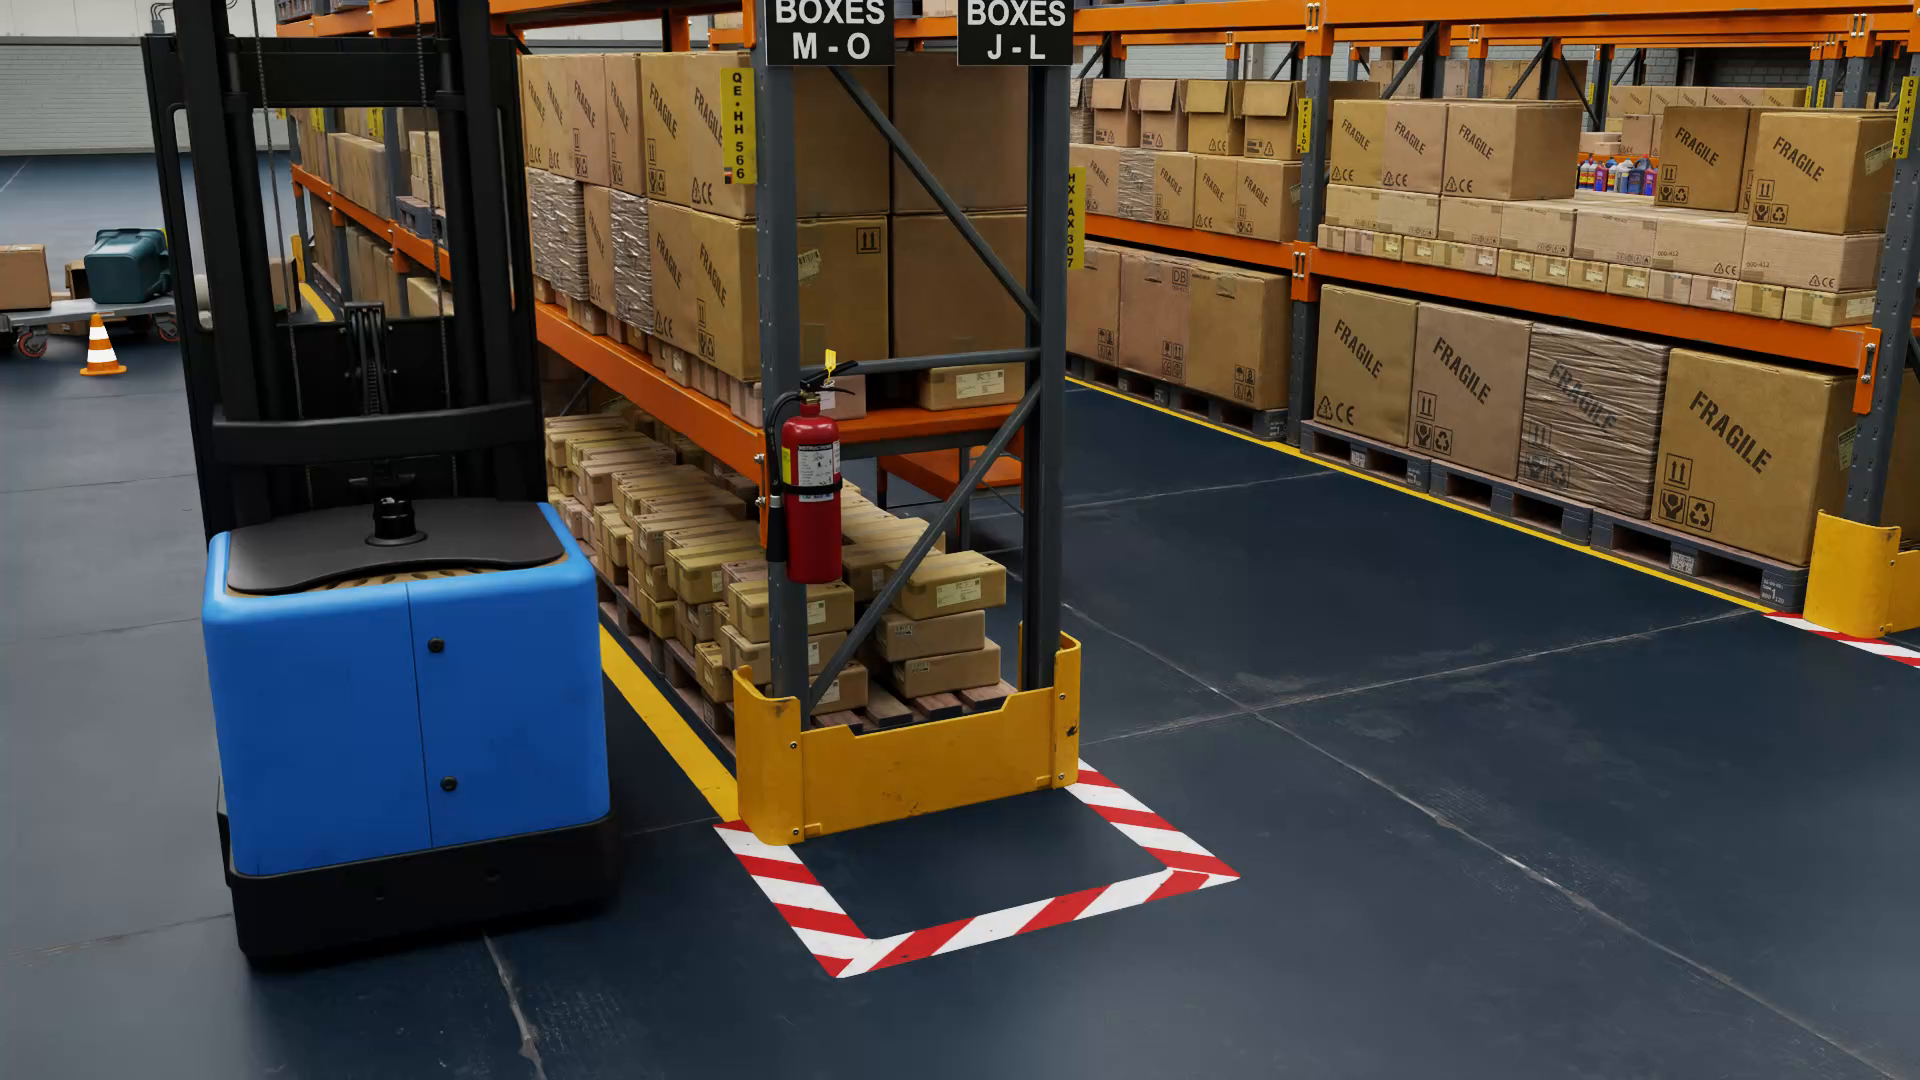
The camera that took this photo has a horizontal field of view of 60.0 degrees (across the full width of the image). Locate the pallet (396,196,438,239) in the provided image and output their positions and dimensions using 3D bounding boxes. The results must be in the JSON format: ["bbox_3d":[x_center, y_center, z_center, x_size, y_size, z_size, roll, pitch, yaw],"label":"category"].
[{"bbox_3d":[-3.229,-2.276,11.593,1.213,0.211,1.003,-8,18,-25],"label":"pallet"}]

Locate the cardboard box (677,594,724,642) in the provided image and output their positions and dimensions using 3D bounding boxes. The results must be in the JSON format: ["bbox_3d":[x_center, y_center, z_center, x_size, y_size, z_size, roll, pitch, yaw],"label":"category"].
[{"bbox_3d":[-0.849,0.252,6.303,0.380,0.149,0.250,-8,18,-27],"label":"cardboard box"}]

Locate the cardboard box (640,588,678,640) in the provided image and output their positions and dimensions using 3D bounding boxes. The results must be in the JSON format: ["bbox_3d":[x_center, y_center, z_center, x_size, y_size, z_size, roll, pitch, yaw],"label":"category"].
[{"bbox_3d":[-1.080,0.272,6.773,0.380,0.149,0.250,-9,18,-27],"label":"cardboard box"}]

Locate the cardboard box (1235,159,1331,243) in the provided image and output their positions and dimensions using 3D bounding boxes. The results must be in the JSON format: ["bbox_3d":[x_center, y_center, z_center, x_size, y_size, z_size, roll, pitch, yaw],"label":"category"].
[{"bbox_3d":[2.168,-2.246,10.958,0.500,0.500,0.500,-8,18,-25],"label":"cardboard box"}]

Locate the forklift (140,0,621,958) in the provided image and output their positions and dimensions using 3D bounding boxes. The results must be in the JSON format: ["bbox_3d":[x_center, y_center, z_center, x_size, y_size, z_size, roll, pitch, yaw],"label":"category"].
[{"bbox_3d":[-2.029,-0.634,5.648,1.130,2.935,3.031,-6,17,-21],"label":"forklift"}]

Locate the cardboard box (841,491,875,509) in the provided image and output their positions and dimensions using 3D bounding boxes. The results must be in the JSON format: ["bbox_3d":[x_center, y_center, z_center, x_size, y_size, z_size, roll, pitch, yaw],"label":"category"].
[{"bbox_3d":[-0.576,-0.090,6.956,0.380,0.149,0.250,-7,17,-23],"label":"cardboard box"}]

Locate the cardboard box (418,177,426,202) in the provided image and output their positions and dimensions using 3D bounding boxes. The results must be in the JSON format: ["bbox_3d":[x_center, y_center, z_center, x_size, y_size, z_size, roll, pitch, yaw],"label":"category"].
[{"bbox_3d":[-3.505,-2.412,11.411,0.380,0.149,0.250,-7,17,-22],"label":"cardboard box"}]

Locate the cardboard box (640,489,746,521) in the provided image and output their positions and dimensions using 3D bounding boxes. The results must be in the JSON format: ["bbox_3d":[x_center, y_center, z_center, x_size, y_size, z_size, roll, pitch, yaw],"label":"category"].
[{"bbox_3d":[-1.118,-0.096,6.974,0.380,0.149,0.250,-8,18,-27],"label":"cardboard box"}]

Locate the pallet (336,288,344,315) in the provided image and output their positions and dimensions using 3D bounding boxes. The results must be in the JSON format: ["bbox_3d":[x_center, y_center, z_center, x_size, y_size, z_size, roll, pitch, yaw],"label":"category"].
[{"bbox_3d":[-5.652,-2.382,16.668,1.003,0.211,1.213,-8,18,-25],"label":"pallet"}]

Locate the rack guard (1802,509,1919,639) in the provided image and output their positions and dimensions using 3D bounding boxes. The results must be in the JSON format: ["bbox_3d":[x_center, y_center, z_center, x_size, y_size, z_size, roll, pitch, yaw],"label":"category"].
[{"bbox_3d":[4.382,0.084,7.550,1.175,0.500,0.348,-8,18,-25],"label":"rack guard"}]

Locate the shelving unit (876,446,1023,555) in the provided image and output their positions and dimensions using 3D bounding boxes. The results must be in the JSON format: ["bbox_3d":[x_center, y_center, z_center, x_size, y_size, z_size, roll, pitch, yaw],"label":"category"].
[{"bbox_3d":[0.003,-0.539,8.590,0.538,1.125,1.048,-8,18,-25],"label":"shelving unit"}]

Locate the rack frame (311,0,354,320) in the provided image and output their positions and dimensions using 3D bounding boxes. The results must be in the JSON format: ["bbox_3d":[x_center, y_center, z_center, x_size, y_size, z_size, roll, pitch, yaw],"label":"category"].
[{"bbox_3d":[-5.389,-3.524,15.594,1.000,3.000,0.127,-8,18,-25],"label":"rack frame"}]

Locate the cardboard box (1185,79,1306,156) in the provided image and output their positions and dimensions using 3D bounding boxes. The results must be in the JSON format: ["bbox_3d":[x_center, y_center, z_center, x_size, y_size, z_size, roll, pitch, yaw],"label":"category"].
[{"bbox_3d":[2.041,-2.974,11.677,0.797,0.503,0.637,-7,18,-24],"label":"cardboard box"}]

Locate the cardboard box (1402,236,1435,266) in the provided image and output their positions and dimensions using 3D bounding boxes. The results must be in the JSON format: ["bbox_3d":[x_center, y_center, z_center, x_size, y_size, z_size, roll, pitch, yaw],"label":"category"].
[{"bbox_3d":[2.797,-1.685,9.641,0.380,0.149,0.250,-8,18,-26],"label":"cardboard box"}]

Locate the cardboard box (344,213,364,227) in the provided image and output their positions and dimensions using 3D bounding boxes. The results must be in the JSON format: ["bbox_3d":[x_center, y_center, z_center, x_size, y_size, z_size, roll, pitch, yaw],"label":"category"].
[{"bbox_3d":[-5.602,-2.869,16.402,0.875,0.875,0.875,-7,18,-24],"label":"cardboard box"}]

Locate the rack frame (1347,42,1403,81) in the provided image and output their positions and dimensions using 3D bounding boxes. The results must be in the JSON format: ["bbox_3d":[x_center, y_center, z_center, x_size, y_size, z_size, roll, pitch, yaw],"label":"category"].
[{"bbox_3d":[6.268,-6.287,25.219,1.000,3.000,0.127,-8,18,-25],"label":"rack frame"}]

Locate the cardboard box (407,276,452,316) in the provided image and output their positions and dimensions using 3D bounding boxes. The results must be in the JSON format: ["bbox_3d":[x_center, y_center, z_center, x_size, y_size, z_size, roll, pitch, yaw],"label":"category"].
[{"bbox_3d":[-3.552,-1.693,11.623,0.500,0.250,0.500,-9,18,-27],"label":"cardboard box"}]

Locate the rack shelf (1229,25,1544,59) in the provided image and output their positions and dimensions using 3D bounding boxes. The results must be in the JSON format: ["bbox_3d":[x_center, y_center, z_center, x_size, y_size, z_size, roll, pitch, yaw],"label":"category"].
[{"bbox_3d":[4.443,-5.297,17.638,1.077,0.370,4.000,-8,18,-25],"label":"rack shelf"}]

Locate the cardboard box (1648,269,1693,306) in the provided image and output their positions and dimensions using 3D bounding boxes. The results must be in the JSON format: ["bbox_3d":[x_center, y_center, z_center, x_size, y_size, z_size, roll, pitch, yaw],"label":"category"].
[{"bbox_3d":[3.586,-1.240,8.088,0.380,0.149,0.250,-7,18,-24],"label":"cardboard box"}]

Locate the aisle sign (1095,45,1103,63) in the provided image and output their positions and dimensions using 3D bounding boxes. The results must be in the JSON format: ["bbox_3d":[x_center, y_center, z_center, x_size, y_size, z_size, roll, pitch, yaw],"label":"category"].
[{"bbox_3d":[2.050,-6.992,22.965,0.394,0.787,0.004,-8,18,-25],"label":"aisle sign"}]

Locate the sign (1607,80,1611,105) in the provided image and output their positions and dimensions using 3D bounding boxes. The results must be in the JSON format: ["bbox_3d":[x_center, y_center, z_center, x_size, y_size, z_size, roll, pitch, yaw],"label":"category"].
[{"bbox_3d":[8.504,-5.881,21.851,0.100,0.325,0.005,-8,18,-25],"label":"sign"}]

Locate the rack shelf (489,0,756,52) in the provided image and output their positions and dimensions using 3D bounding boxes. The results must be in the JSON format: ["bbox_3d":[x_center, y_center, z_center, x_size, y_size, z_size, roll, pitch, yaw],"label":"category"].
[{"bbox_3d":[-1.008,-2.141,6.639,1.077,0.370,4.000,-8,18,-25],"label":"rack shelf"}]

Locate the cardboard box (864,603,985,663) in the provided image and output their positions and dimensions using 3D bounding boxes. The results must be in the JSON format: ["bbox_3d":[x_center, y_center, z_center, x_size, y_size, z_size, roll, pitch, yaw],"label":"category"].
[{"bbox_3d":[-0.131,0.316,6.080,0.380,0.149,0.250,-7,17,-23],"label":"cardboard box"}]

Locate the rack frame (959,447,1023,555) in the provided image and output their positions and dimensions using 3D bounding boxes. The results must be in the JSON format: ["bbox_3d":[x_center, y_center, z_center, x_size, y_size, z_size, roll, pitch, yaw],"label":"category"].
[{"bbox_3d":[0.226,-0.413,8.150,0.500,1.125,0.032,-8,18,-25],"label":"rack frame"}]

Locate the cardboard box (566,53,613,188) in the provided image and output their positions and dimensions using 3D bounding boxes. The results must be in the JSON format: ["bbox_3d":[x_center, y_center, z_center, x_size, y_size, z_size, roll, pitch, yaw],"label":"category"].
[{"bbox_3d":[-1.248,-1.688,6.662,0.500,0.500,0.500,-8,18,-27],"label":"cardboard box"}]

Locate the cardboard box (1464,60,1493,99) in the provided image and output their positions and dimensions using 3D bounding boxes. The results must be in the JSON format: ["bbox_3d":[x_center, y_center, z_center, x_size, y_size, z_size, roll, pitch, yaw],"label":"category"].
[{"bbox_3d":[7.379,-6.325,22.820,0.700,0.500,0.500,-8,18,-25],"label":"cardboard box"}]

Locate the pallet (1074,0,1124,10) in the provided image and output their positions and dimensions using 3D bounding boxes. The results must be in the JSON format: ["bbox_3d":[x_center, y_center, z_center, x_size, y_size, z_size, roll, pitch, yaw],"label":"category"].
[{"bbox_3d":[1.196,-4.305,13.217,1.213,0.211,1.003,-7,17,-22],"label":"pallet"}]

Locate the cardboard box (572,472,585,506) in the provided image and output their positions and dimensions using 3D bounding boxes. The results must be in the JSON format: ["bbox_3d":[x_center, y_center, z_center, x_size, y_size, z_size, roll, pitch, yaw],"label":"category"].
[{"bbox_3d":[-1.682,-0.279,8.151,0.380,0.149,0.250,-8,18,-25],"label":"cardboard box"}]

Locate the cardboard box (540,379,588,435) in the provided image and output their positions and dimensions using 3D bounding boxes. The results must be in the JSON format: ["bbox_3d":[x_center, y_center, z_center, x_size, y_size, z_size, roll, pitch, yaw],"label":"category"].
[{"bbox_3d":[-2.435,-0.694,9.501,0.500,0.500,0.500,-8,18,-26],"label":"cardboard box"}]

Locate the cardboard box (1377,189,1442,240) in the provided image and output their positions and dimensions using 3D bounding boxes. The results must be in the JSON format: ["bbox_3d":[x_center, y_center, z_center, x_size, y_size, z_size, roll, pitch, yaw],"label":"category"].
[{"bbox_3d":[2.803,-1.914,9.714,0.500,0.250,0.500,-8,18,-25],"label":"cardboard box"}]

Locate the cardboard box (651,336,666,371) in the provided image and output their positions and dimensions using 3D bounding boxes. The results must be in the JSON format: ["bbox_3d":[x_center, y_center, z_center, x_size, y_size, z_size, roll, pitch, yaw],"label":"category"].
[{"bbox_3d":[-0.949,-0.731,6.314,0.380,0.149,0.250,-9,18,-27],"label":"cardboard box"}]

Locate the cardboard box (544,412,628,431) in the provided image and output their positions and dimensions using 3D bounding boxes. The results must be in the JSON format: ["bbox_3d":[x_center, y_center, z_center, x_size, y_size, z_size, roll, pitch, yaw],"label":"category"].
[{"bbox_3d":[-1.919,-0.548,8.550,0.380,0.149,0.250,-7,17,-23],"label":"cardboard box"}]

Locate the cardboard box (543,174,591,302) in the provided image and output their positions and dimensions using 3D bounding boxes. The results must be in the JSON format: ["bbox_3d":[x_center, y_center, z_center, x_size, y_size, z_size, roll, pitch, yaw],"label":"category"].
[{"bbox_3d":[-1.482,-1.327,7.217,0.500,0.500,0.500,-8,18,-26],"label":"cardboard box"}]

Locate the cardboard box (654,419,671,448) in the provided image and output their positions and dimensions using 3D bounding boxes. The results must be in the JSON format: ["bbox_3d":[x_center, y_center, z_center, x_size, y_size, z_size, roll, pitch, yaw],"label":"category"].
[{"bbox_3d":[-1.347,-0.543,8.533,0.380,0.149,0.250,-7,18,-24],"label":"cardboard box"}]

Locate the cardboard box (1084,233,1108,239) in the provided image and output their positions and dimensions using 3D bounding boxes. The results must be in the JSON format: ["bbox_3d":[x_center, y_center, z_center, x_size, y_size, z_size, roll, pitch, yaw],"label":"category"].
[{"bbox_3d":[1.150,-2.114,13.769,1.225,0.875,0.875,-9,18,-27],"label":"cardboard box"}]

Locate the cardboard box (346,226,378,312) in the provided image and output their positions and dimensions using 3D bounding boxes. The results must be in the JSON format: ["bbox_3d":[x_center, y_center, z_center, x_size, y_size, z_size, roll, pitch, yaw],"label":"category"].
[{"bbox_3d":[-5.036,-2.502,15.348,1.050,0.750,0.750,-8,18,-25],"label":"cardboard box"}]

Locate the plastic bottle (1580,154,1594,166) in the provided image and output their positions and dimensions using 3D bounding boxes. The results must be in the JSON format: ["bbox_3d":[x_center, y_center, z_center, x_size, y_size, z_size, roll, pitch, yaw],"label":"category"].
[{"bbox_3d":[5.981,-3.543,15.871,0.061,0.283,0.133,-8,18,-25],"label":"plastic bottle"}]

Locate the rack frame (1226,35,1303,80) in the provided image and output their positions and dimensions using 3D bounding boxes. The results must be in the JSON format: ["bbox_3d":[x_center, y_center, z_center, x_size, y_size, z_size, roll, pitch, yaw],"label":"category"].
[{"bbox_3d":[3.566,-4.697,19.681,1.000,3.000,0.127,-8,18,-25],"label":"rack frame"}]

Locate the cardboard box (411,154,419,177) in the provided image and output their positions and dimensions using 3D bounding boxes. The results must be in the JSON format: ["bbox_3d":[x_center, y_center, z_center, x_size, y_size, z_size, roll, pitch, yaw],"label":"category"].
[{"bbox_3d":[-3.605,-2.612,11.571,0.380,0.149,0.250,-7,17,-22],"label":"cardboard box"}]

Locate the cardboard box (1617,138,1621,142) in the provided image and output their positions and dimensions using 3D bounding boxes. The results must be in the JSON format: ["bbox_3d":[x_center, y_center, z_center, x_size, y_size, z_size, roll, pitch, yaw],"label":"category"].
[{"bbox_3d":[8.571,-5.034,21.099,0.396,0.266,0.258,-8,18,-26],"label":"cardboard box"}]

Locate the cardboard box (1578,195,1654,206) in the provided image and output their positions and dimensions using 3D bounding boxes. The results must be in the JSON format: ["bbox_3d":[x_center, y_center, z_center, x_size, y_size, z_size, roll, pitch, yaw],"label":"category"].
[{"bbox_3d":[3.720,-1.727,9.065,0.500,0.250,0.500,-8,18,-26],"label":"cardboard box"}]

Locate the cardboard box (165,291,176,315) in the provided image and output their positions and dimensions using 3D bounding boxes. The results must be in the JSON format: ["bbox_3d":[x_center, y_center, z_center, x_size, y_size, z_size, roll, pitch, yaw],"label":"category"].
[{"bbox_3d":[-7.798,-2.414,16.680,0.396,0.266,0.258,-5,17,-15],"label":"cardboard box"}]

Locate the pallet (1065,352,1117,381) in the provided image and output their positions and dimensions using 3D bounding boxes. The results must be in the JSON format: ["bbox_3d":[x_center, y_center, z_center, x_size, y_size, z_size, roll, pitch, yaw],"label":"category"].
[{"bbox_3d":[1.144,-1.562,13.810,1.003,0.211,1.213,-8,18,-25],"label":"pallet"}]

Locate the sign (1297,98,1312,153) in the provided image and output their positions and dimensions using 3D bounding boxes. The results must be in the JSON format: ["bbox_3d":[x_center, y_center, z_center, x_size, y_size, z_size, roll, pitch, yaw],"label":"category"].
[{"bbox_3d":[2.135,-2.565,10.297,0.100,0.325,0.005,-8,18,-25],"label":"sign"}]

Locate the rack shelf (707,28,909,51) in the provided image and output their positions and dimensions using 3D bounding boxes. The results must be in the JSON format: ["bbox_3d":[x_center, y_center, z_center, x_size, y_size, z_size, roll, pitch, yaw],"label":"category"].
[{"bbox_3d":[-1.762,-5.691,19.009,1.077,0.370,4.000,-8,18,-25],"label":"rack shelf"}]

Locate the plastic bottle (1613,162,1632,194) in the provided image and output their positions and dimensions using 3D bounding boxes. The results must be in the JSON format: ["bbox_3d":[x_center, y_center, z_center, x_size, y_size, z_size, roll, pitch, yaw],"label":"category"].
[{"bbox_3d":[5.825,-3.155,14.533,0.152,0.276,0.135,-8,18,-25],"label":"plastic bottle"}]

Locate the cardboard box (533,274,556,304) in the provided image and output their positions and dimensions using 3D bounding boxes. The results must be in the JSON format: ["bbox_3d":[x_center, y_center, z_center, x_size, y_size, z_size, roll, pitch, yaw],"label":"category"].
[{"bbox_3d":[-1.874,-1.255,8.141,0.380,0.149,0.250,-7,17,-23],"label":"cardboard box"}]

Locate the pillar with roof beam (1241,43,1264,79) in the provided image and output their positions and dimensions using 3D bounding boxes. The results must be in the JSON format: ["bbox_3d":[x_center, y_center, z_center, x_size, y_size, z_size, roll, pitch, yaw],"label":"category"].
[{"bbox_3d":[2.677,-12.156,34.796,9.100,9.000,0.400,-8,18,-25],"label":"pillar with roof beam"}]

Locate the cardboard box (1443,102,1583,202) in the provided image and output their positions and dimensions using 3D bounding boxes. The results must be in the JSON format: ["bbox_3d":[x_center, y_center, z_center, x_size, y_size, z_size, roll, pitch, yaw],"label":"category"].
[{"bbox_3d":[3.040,-2.145,9.161,0.500,0.500,0.500,-8,18,-27],"label":"cardboard box"}]

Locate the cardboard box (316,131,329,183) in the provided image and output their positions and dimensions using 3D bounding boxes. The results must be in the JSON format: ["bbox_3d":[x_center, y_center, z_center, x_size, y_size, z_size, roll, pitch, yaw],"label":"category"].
[{"bbox_3d":[-5.823,-3.820,16.352,0.875,0.550,0.550,-8,18,-25],"label":"cardboard box"}]

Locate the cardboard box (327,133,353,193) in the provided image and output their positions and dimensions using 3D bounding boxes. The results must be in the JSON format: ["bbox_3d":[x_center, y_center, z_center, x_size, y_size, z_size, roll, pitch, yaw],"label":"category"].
[{"bbox_3d":[-5.400,-3.409,15.012,0.500,0.500,0.500,-7,18,-24],"label":"cardboard box"}]

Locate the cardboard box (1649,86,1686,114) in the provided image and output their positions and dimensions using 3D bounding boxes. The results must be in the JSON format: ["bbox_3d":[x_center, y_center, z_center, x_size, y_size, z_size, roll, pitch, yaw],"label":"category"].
[{"bbox_3d":[11.087,-6.777,25.804,0.500,0.500,0.500,-8,18,-27],"label":"cardboard box"}]
